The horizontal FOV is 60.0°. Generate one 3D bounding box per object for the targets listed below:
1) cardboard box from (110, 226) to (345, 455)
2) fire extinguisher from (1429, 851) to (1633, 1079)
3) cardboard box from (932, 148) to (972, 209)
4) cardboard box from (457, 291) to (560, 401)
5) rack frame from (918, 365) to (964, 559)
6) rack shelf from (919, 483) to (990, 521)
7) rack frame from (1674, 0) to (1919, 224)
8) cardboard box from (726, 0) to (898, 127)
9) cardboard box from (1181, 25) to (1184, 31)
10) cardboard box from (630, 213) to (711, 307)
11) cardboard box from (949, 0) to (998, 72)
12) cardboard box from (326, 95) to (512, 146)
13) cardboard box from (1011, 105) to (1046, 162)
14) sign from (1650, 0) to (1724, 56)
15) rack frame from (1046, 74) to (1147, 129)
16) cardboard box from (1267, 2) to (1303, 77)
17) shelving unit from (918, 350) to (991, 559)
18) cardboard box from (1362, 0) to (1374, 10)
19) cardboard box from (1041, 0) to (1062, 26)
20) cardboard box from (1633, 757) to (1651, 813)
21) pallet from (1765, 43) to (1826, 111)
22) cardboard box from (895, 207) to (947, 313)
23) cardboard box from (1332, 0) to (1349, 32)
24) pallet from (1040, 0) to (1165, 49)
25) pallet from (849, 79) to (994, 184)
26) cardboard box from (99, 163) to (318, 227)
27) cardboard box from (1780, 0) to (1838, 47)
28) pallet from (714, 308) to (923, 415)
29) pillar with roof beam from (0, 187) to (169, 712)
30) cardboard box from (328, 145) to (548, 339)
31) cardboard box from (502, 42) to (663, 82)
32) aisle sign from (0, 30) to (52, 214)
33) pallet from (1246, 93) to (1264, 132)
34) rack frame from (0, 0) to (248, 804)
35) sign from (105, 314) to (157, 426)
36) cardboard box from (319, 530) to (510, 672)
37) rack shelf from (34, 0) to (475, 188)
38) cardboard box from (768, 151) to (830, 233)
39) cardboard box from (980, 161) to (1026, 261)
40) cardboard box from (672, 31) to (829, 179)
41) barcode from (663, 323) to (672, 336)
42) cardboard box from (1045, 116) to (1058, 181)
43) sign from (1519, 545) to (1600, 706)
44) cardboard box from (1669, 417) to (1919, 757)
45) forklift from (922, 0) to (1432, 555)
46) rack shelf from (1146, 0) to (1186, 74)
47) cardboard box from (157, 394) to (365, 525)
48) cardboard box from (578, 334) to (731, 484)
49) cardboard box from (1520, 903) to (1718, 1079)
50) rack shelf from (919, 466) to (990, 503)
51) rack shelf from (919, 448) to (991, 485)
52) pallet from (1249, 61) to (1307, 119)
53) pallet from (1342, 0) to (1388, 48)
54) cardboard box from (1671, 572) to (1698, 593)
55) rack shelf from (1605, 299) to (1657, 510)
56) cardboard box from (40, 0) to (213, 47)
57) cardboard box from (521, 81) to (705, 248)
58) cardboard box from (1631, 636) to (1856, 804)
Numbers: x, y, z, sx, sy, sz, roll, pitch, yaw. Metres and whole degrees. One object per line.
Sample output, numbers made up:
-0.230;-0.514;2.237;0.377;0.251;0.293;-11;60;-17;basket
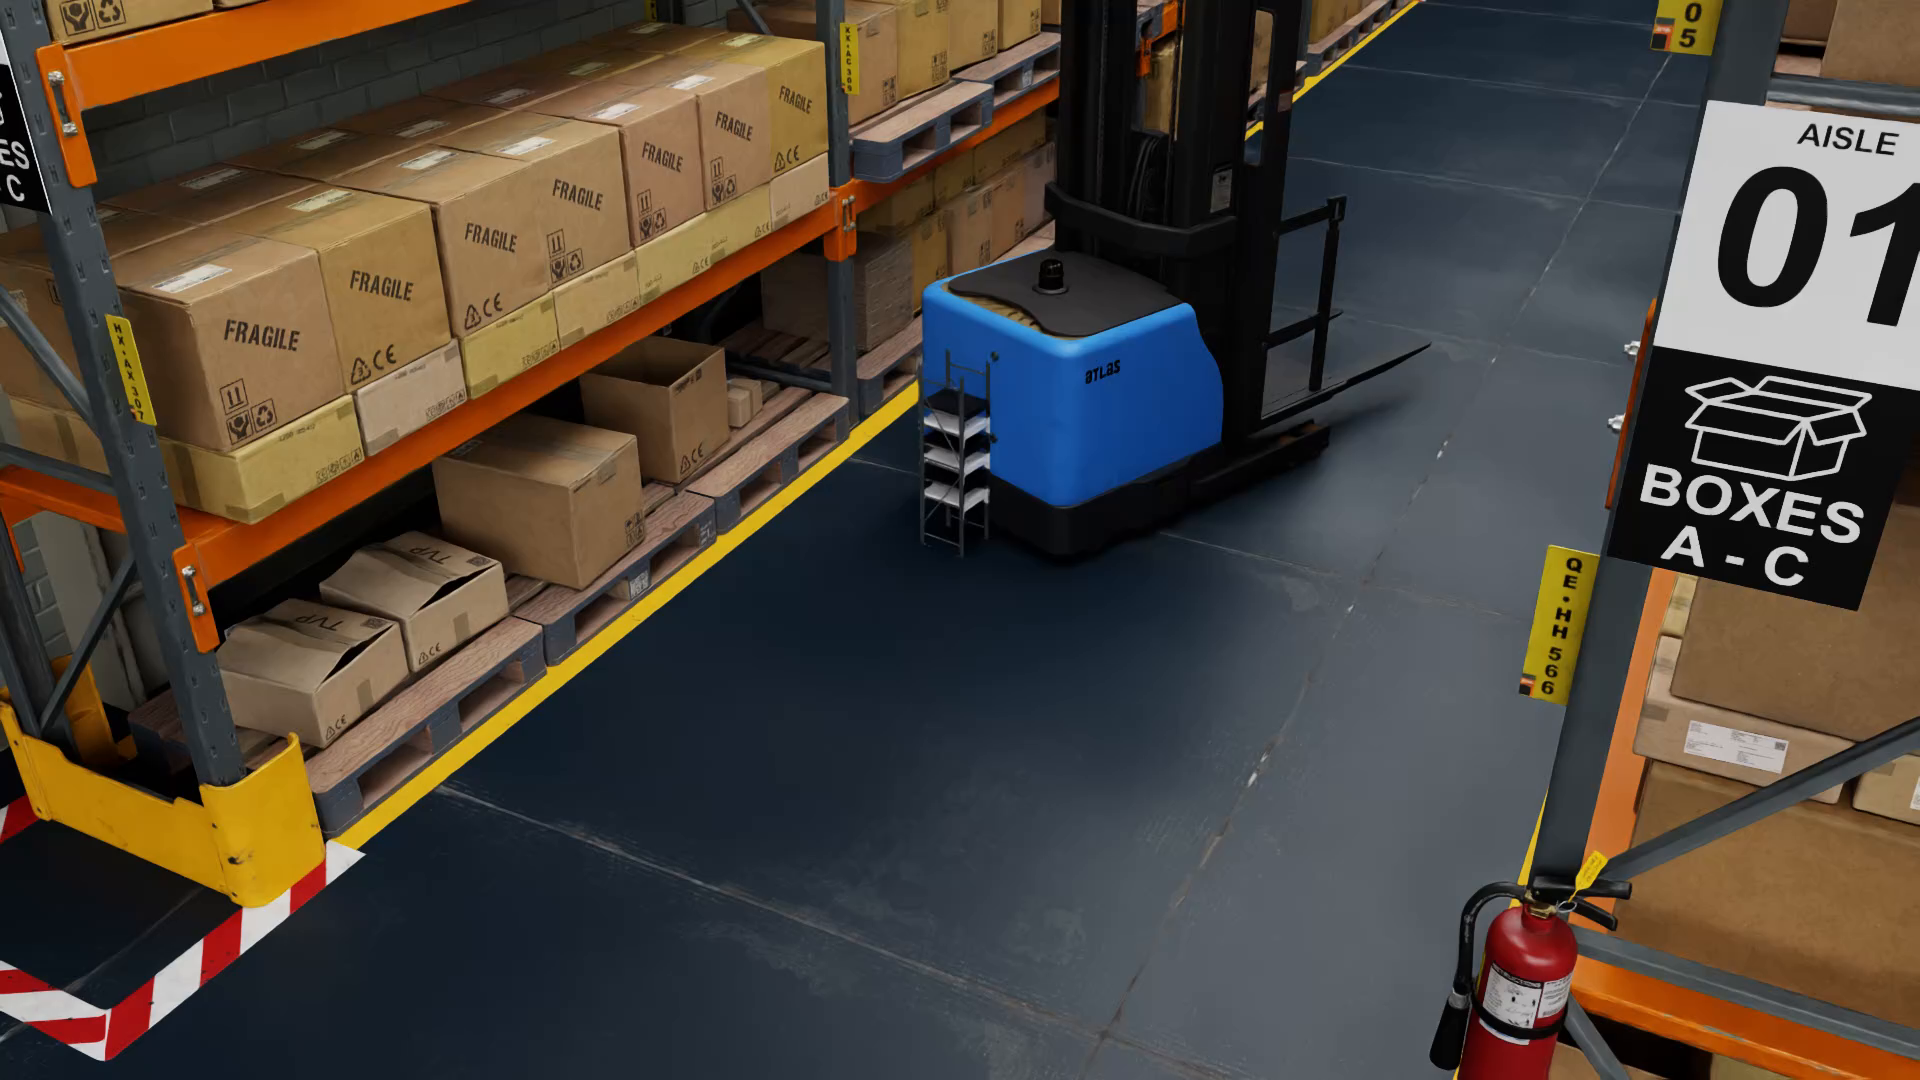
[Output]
-2.345;-0.639;5.229;0.500;0.500;0.500;14;33;23;cardboard box
1.114;0.876;3.291;0.296;0.674;0.183;14;33;23;fire extinguisher
-0.256;-2.190;9.867;0.500;0.250;0.500;13;32;22;cardboard box
-1.864;-0.773;6.214;0.500;0.250;0.500;14;33;23;cardboard box
-0.083;-0.340;7.438;0.240;0.900;0.006;20;35;30;rack frame
-0.024;-0.196;7.616;0.258;0.077;0.200;20;35;30;rack shelf
1.582;-1.706;1.685;1.000;3.000;0.127;14;33;23;rack frame
-0.745;-2.452;8.466;0.700;0.500;0.500;14;33;23;cardboard box
1.671;-3.707;12.929;0.750;0.750;0.750;14;33;23;cardboard box
-1.403;-1.220;6.992;0.500;0.250;0.500;14;33;23;cardboard box
-0.212;-2.997;9.415;0.700;0.500;0.500;19;35;30;cardboard box
-2.105;-1.427;6.601;0.500;0.500;0.500;15;33;24;cardboard box
0.218;-2.636;10.644;0.500;0.250;0.500;15;33;24;cardboard box
1.105;-0.885;2.456;0.100;0.325;0.005;14;33;23;sign
0.815;-3.774;11.309;1.000;3.000;0.127;14;33;23;rack frame
2.456;-4.479;14.275;0.750;0.750;0.750;15;33;24;cardboard box
-0.024;-0.381;7.510;0.258;0.900;0.210;20;35;30;shelving unit
3.773;-5.640;16.648;0.700;0.500;0.500;13;32;22;cardboard box
0.379;-3.543;10.366;0.700;0.500;0.500;11;32;19;cardboard box
2.041;0.414;3.917;0.700;0.500;0.500;15;33;25;cardboard box
1.927;-0.675;2.990;1.003;0.211;1.213;14;33;23;pallet
-0.496;-1.678;9.728;0.700;0.500;0.500;14;33;22;cardboard box
3.301;-5.175;15.838;0.700;0.500;0.500;14;33;23;cardboard box
0.585;-3.350;10.765;1.213;0.211;1.003;14;33;23;pallet
-0.530;-2.223;8.801;1.003;0.211;1.213;14;33;23;pallet
-2.566;-0.974;5.811;0.500;0.500;0.500;15;33;24;cardboard box
1.872;-1.154;3.323;0.500;0.250;0.500;14;33;23;cardboard box
-0.654;-1.137;9.517;1.003;0.211;1.213;14;33;23;pallet
0.552;-2.359;2.821;9.100;9.000;0.400;14;33;23;pillar with roof beam
-1.870;-1.084;6.003;0.500;0.500;0.500;13;32;22;cardboard box
-1.647;-1.880;7.389;0.500;0.500;0.500;14;33;23;cardboard box
-2.595;-1.254;4.312;0.394;0.787;0.004;14;33;23;aisle sign
1.798;-3.436;13.521;1.003;0.211;1.213;14;33;23;pallet
-2.830;-0.227;5.133;1.000;3.000;0.127;14;33;23;rack frame
-2.347;-0.479;4.703;0.100;0.325;0.005;14;33;23;sign
-2.175;0.209;6.632;0.500;0.311;0.500;17;34;27;cardboard box
-1.919;-2.102;6.109;1.077;0.370;4.000;14;33;23;rack shelf
-0.953;-1.665;7.768;0.500;0.250;0.500;14;33;23;cardboard box
-0.006;-2.121;10.499;0.700;0.500;0.500;14;33;23;cardboard box
-0.948;-1.989;7.580;0.500;0.500;0.500;14;33;23;cardboard box
-1.467;-1.061;8.332;0.001;0.075;0.075;14;33;23;barcode
0.533;-2.549;11.246;0.700;0.500;0.500;15;33;24;cardboard box
1.105;0.161;3.057;0.100;0.325;0.005;14;33;23;sign
1.830;0.062;3.227;0.700;0.500;0.500;14;33;23;cardboard box
1.255;-1.811;7.960;3.031;2.935;1.130;-23;37;-35;forklift
1.726;-4.348;13.032;1.077;0.370;4.000;14;33;23;rack shelf
-2.325;-0.315;5.417;0.500;0.250;0.500;13;32;22;cardboard box
-1.445;-0.638;7.917;0.500;0.500;0.500;12;32;20;cardboard box
1.561;1.275;4.104;0.500;0.500;0.500;14;33;23;cardboard box
-0.024;-0.274;7.571;0.258;0.077;0.200;20;35;30;rack shelf
-0.024;-0.352;7.526;0.258;0.077;0.200;20;35;30;rack shelf
2.352;-3.978;14.466;1.003;0.211;1.213;14;33;23;pallet
3.608;-5.200;16.593;1.003;0.211;1.213;14;33;23;pallet
1.821;0.128;3.763;0.380;0.149;0.250;14;33;23;cardboard box
2.493;-0.980;4.155;1.077;0.370;4.000;14;33;23;rack shelf
-2.455;-1.671;4.516;0.500;0.500;0.500;15;33;25;cardboard box
-1.409;-1.546;6.808;0.500;0.500;0.500;13;32;22;cardboard box
1.586;0.358;3.363;0.380;0.149;0.250;14;33;22;cardboard box
